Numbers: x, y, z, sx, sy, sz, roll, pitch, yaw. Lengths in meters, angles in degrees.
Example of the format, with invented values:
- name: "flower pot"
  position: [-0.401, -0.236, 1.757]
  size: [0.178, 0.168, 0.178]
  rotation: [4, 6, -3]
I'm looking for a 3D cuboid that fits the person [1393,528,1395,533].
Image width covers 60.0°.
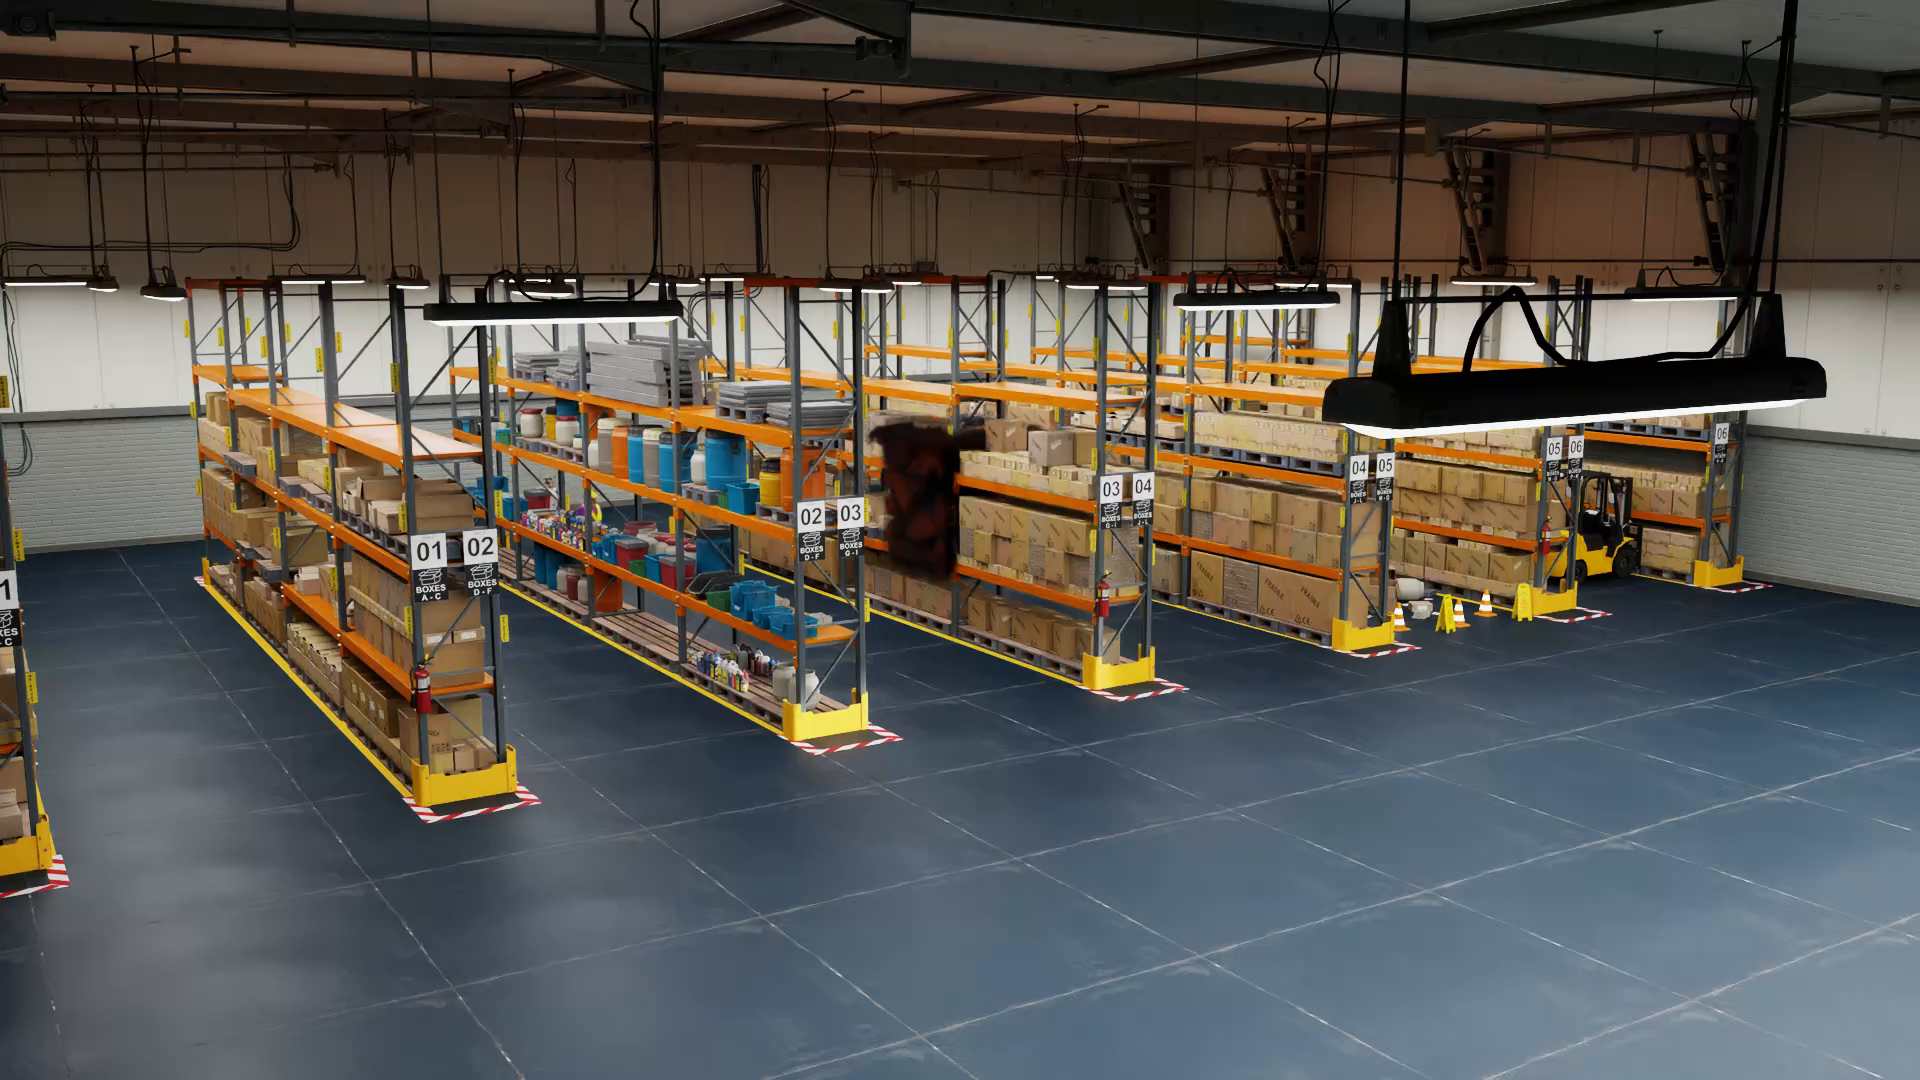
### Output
- name: "person"
  position: [9.276, -0.418, 35.971]
  size: [0.375, 1.380, 0.543]
  rotation: [1, 10, 4]

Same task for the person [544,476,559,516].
- name: "person"
  position: [-9.019, -0.625, 36.589]
  size: [0.750, 1.588, 0.531]
  rotation: [8, 12, 39]

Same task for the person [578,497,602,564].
- name: "person"
  position: [-7.447, -0.128, 33.715]
  size: [0.587, 1.696, 0.993]
  rotation: [-9, 13, -44]
